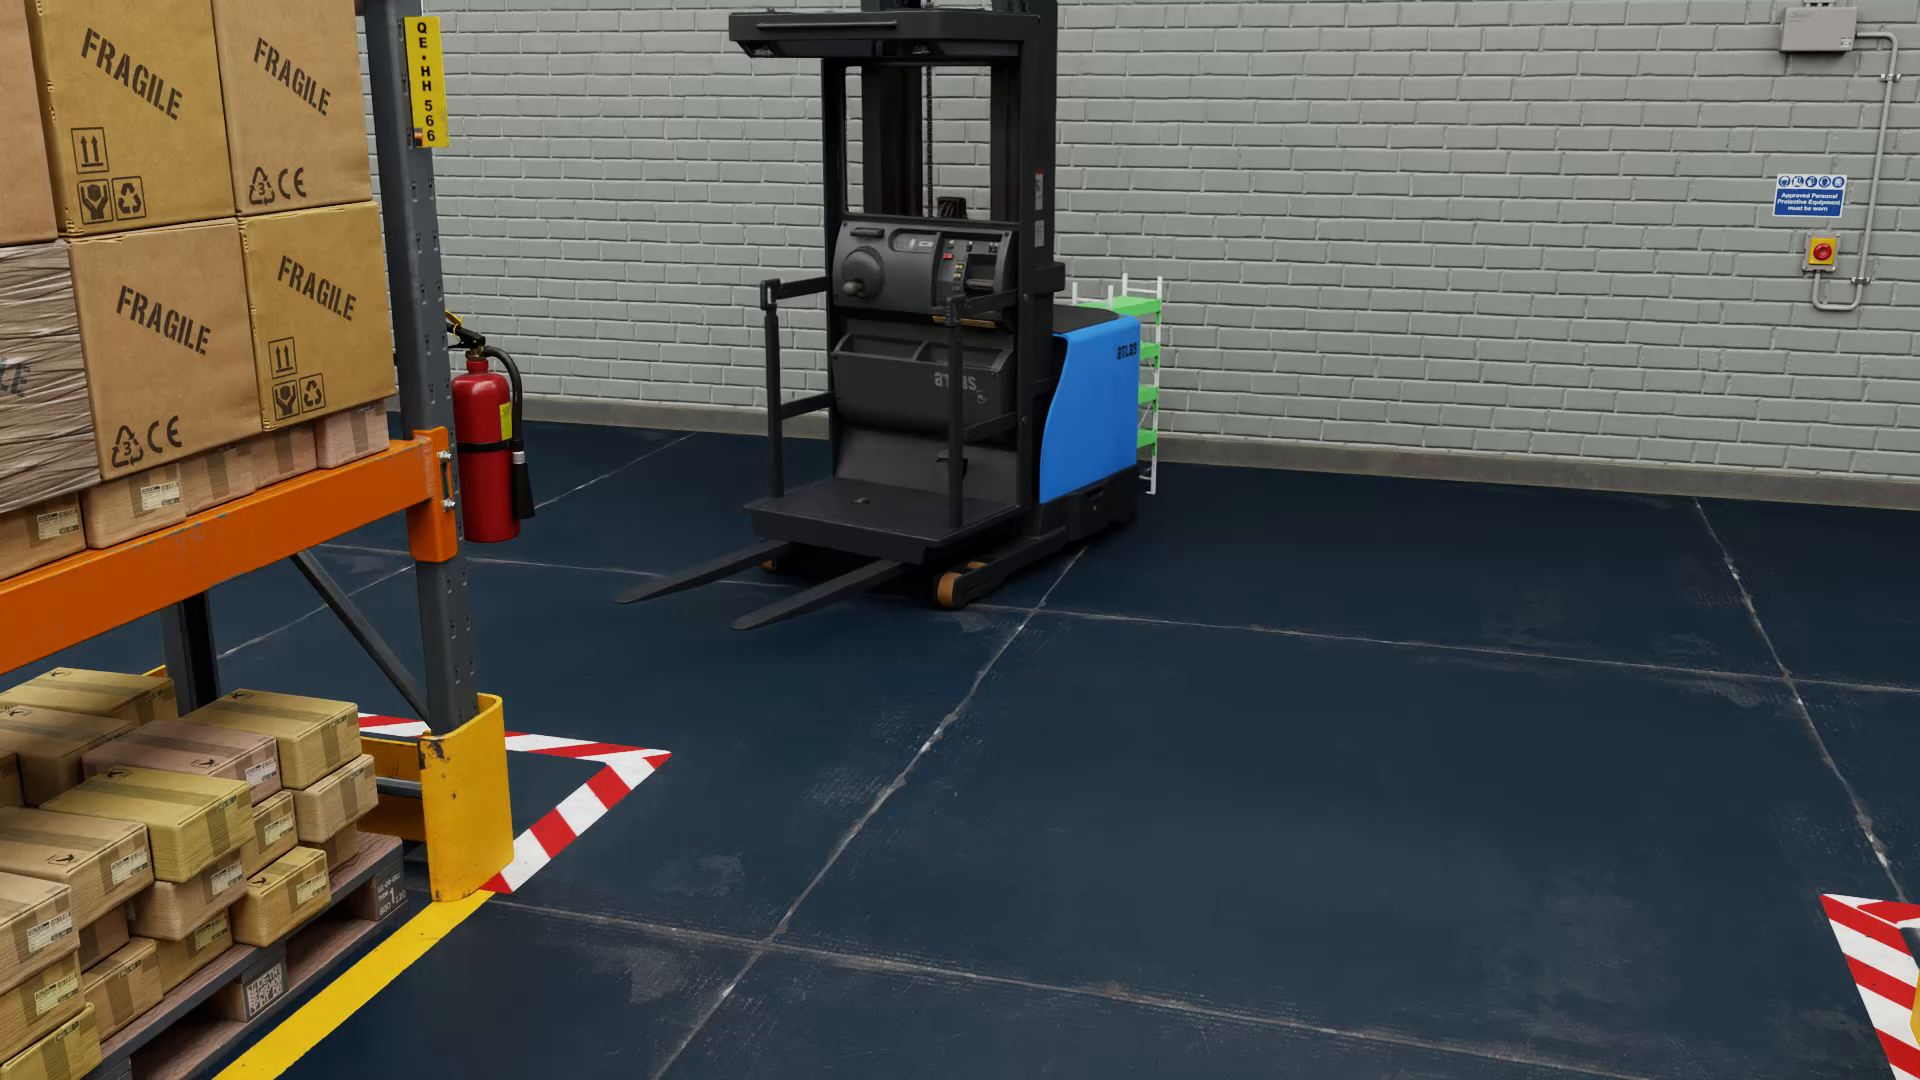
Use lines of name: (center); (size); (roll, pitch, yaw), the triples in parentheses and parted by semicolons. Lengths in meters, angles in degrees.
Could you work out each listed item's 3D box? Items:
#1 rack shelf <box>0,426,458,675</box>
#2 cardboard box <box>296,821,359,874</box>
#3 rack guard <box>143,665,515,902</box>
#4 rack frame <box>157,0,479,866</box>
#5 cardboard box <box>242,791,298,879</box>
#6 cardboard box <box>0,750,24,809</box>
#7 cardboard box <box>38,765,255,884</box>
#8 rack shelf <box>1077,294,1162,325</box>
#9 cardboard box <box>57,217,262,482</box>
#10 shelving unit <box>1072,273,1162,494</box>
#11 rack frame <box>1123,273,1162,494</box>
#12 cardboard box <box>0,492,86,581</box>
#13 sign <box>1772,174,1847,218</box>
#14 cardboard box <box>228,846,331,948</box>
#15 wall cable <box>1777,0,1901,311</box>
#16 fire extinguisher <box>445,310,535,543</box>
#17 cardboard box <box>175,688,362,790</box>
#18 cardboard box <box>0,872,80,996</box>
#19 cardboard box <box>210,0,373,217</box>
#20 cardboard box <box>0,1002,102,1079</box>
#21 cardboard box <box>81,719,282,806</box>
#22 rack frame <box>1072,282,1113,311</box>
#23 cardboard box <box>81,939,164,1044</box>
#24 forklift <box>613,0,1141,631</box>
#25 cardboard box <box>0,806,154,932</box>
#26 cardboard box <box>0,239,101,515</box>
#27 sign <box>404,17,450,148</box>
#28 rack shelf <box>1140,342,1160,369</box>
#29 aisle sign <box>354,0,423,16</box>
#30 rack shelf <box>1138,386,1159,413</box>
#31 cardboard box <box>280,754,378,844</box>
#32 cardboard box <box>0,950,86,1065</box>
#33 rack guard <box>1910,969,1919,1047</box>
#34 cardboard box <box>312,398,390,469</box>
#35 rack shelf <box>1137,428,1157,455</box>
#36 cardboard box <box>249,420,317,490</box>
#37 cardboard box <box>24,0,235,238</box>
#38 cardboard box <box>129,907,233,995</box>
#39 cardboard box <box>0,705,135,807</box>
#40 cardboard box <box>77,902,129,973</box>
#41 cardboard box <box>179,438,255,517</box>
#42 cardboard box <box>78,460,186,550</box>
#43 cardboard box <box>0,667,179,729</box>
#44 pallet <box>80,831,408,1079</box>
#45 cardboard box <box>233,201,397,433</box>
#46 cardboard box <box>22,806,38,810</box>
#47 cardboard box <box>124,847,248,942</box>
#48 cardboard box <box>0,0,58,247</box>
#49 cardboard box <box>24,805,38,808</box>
rack shelf: (-2.473, 0.347, 2.927); (1.077, 0.370, 4.000); (5, 16, 16)
cardboard box: (-1.855, 0.801, 4.463); (0.380, 0.149, 0.250); (5, 17, 17)
rack guard: (-1.927, 0.700, 4.945); (1.175, 0.500, 0.348); (5, 16, 16)
rack frame: (-1.905, -0.522, 4.674); (1.000, 3.000, 0.127); (5, 16, 16)
cardboard box: (-1.907, 0.728, 4.174); (0.380, 0.149, 0.250); (4, 16, 15)
cardboard box: (-2.537, 0.609, 4.050); (0.380, 0.149, 0.250); (5, 16, 16)
cardboard box: (-1.891, 0.658, 3.877); (0.380, 0.149, 0.250); (4, 16, 15)
rack shelf: (0.836, -1.200, 8.835); (0.258, 0.148, 0.480); (12, 20, 36)
cardboard box: (-1.937, -0.442, 3.661); (0.500, 0.500, 0.500); (4, 16, 15)
shelving unit: (0.836, -0.799, 8.948); (0.258, 1.200, 0.503); (12, 20, 36)
rack frame: (0.985, -0.852, 9.134); (0.240, 1.200, 0.015); (12, 20, 36)
cardboard box: (-2.043, -0.030, 3.399); (0.380, 0.149, 0.250); (4, 16, 13)
sign: (4.421, -1.792, 8.654); (0.327, 0.218, 0.001); (5, 16, 16)
cardboard box: (-1.831, 0.876, 4.198); (0.380, 0.149, 0.250); (5, 17, 18)
wall cable: (4.450, -2.146, 8.478); (0.585, 1.953, 0.123); (5, 16, 16)
fire extinguisher: (-1.391, -0.336, 4.841); (0.296, 0.674, 0.183); (5, 16, 16)
cardboard box: (-1.813, 0.519, 4.367); (0.380, 0.149, 0.250); (5, 17, 17)
cardboard box: (-2.048, 0.795, 3.393); (0.380, 0.149, 0.250); (5, 17, 18)
cardboard box: (-1.797, -1.056, 3.993); (0.500, 0.500, 0.500); (4, 16, 15)
cardboard box: (-2.058, 1.076, 3.494); (0.380, 0.149, 0.250); (4, 16, 13)
cardboard box: (-1.939, 0.580, 4.151); (0.380, 0.149, 0.250); (5, 17, 17)
rack frame: (0.688, -0.746, 8.762); (0.240, 1.200, 0.015); (12, 20, 36)
cardboard box: (-2.046, 1.004, 3.747); (0.380, 0.149, 0.250); (5, 17, 16)
forklift: (-0.291, -1.251, 7.369); (1.130, 2.935, 3.031); (10, 19, 31)
cardboard box: (-2.025, 0.721, 3.656); (0.380, 0.149, 0.250); (4, 16, 14)
cardboard box: (-2.072, -0.308, 3.191); (0.500, 0.500, 0.500); (5, 16, 16)
sign: (-1.379, -1.183, 4.303); (0.100, 0.325, 0.005); (5, 16, 16)
rack shelf: (0.836, -0.969, 8.900); (0.258, 0.148, 0.480); (12, 20, 36)
aisle sign: (-1.597, -1.769, 4.304); (0.394, 0.787, 0.004); (5, 16, 16)
rack shelf: (0.836, -0.738, 8.966); (0.258, 0.148, 0.480); (12, 20, 36)
cardboard box: (-1.781, 0.664, 4.400); (0.380, 0.149, 0.250); (4, 16, 14)
cardboard box: (-2.062, 0.937, 3.439); (0.380, 0.149, 0.250); (5, 17, 17)
rack guard: (2.876, 1.031, 3.777); (1.175, 0.500, 0.348); (5, 16, 16)
cardboard box: (-1.727, -0.294, 4.330); (0.380, 0.149, 0.250); (5, 16, 16)
rack shelf: (0.836, -0.507, 9.031); (0.258, 0.148, 0.480); (12, 20, 36)
cardboard box: (-1.833, -0.232, 4.111); (0.380, 0.149, 0.250); (5, 16, 16)
cardboard box: (-1.941, -0.923, 3.526); (0.500, 0.500, 0.500); (4, 16, 14)
cardboard box: (-1.988, 0.939, 3.978); (0.380, 0.149, 0.250); (5, 16, 16)
cardboard box: (-2.343, 0.553, 4.247); (0.380, 0.149, 0.250); (5, 17, 17)
cardboard box: (-2.102, 0.863, 3.701); (0.380, 0.149, 0.250); (4, 16, 15)
cardboard box: (-1.890, -0.165, 3.876); (0.380, 0.149, 0.250); (4, 16, 15)
cardboard box: (-1.940, -0.097, 3.634); (0.380, 0.149, 0.250); (5, 17, 17)
cardboard box: (-2.380, 0.472, 4.534); (0.380, 0.149, 0.250); (4, 16, 13)
pallet: (-2.191, 1.049, 4.245); (1.003, 0.211, 1.213); (5, 16, 16)
cardboard box: (-1.786, -0.576, 4.135); (0.500, 0.500, 0.500); (5, 17, 17)
cardboard box: (-2.417, 0.759, 4.065); (0.380, 0.149, 0.250); (5, 17, 17)
cardboard box: (-1.927, 0.800, 3.920); (0.380, 0.149, 0.250); (4, 16, 14)
cardboard box: (-2.080, -0.786, 3.044); (0.500, 0.500, 0.500); (6, 17, 19)
cardboard box: (-2.432, 0.688, 4.315); (0.380, 0.149, 0.250); (5, 16, 16)
